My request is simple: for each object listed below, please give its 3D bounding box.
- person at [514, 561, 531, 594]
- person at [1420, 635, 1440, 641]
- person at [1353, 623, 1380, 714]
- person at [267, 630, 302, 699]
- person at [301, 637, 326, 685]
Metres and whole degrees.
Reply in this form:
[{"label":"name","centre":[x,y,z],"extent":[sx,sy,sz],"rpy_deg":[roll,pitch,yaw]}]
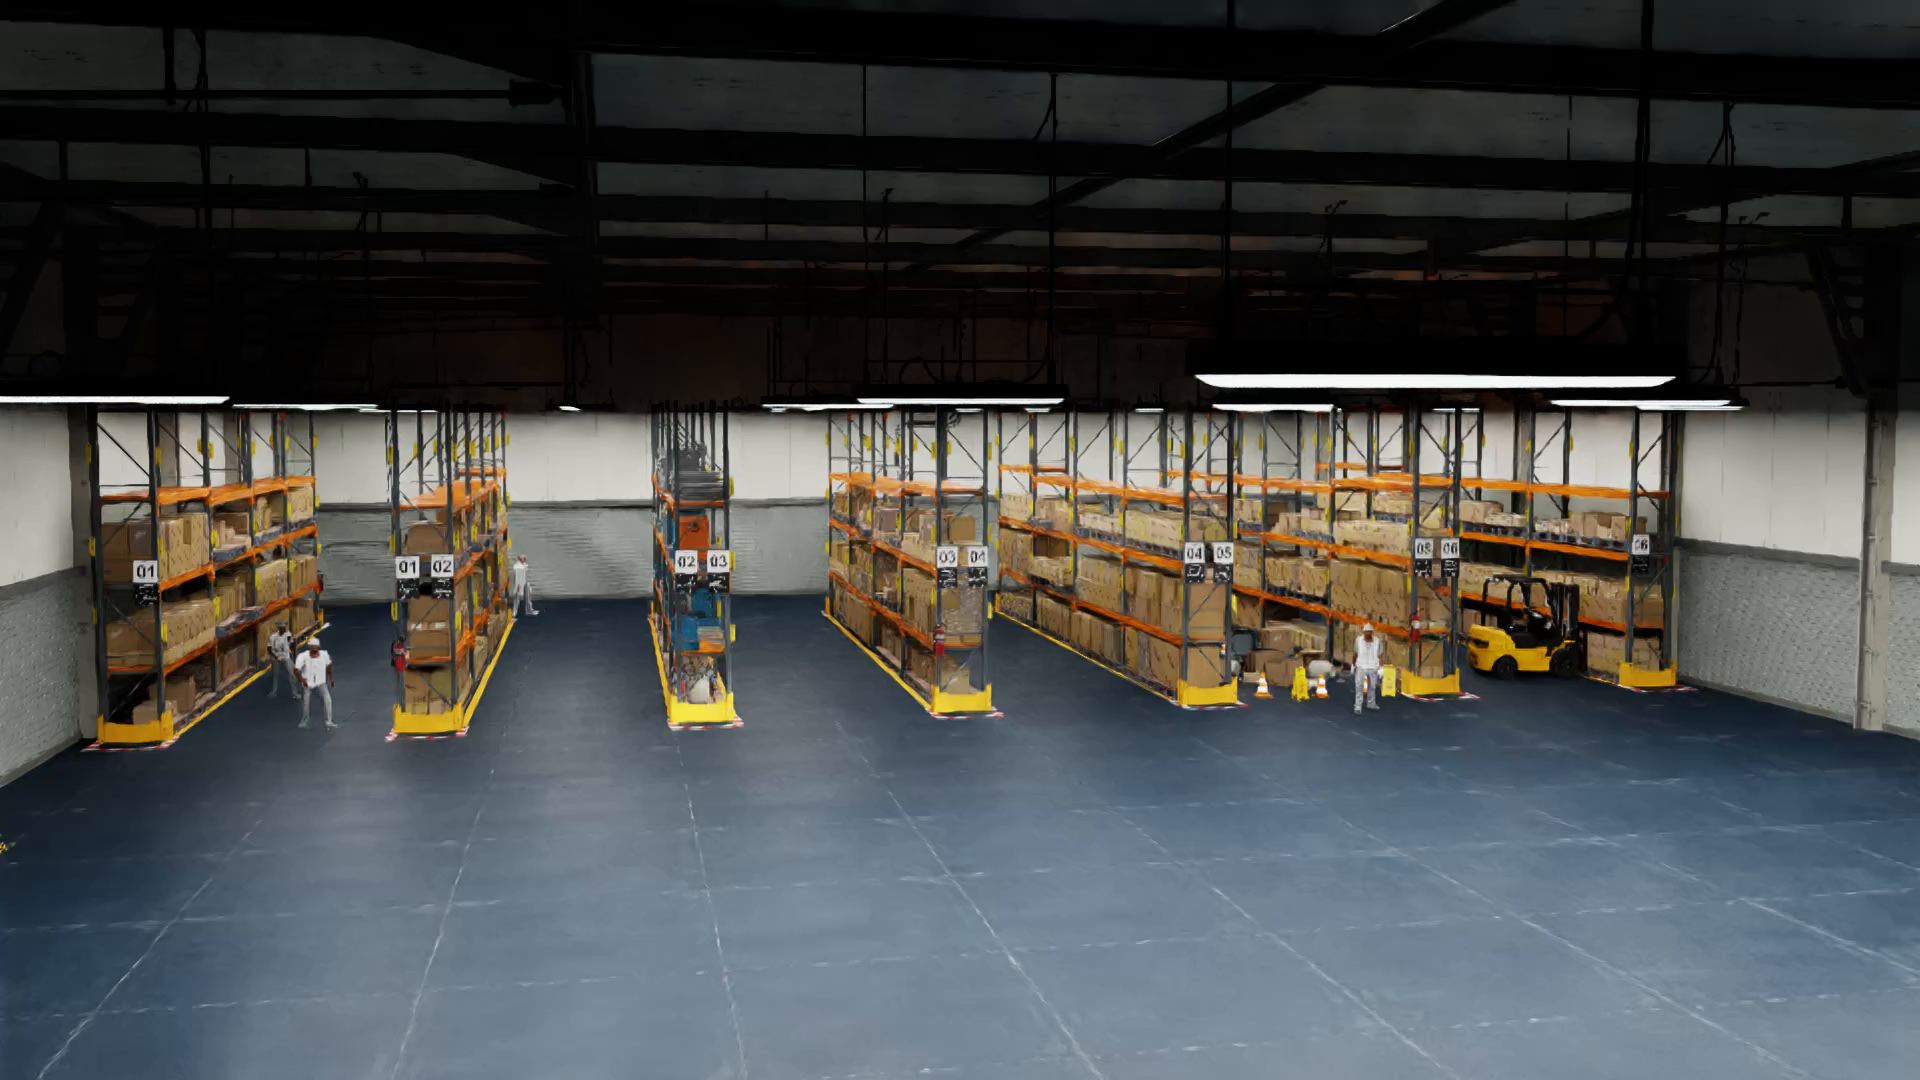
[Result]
[{"label":"person","centre":[-12.432,1.050,47.183],"extent":[0.387,0.942,0.634],"rpy_deg":[2,5,20]},{"label":"person","centre":[10.575,2.012,37.674],"extent":[0.443,1.740,0.588],"rpy_deg":[-4,6,-39]},{"label":"person","centre":[7.824,2.449,31.950],"extent":[0.523,1.738,0.962],"rpy_deg":[1,4,12]},{"label":"person","centre":[-13.657,2.498,33.560],"extent":[0.610,1.381,0.801],"rpy_deg":[-2,5,-29]},{"label":"person","centre":[-11.710,2.181,30.114],"extent":[0.433,0.868,0.488],"rpy_deg":[-2,5,-28]}]
